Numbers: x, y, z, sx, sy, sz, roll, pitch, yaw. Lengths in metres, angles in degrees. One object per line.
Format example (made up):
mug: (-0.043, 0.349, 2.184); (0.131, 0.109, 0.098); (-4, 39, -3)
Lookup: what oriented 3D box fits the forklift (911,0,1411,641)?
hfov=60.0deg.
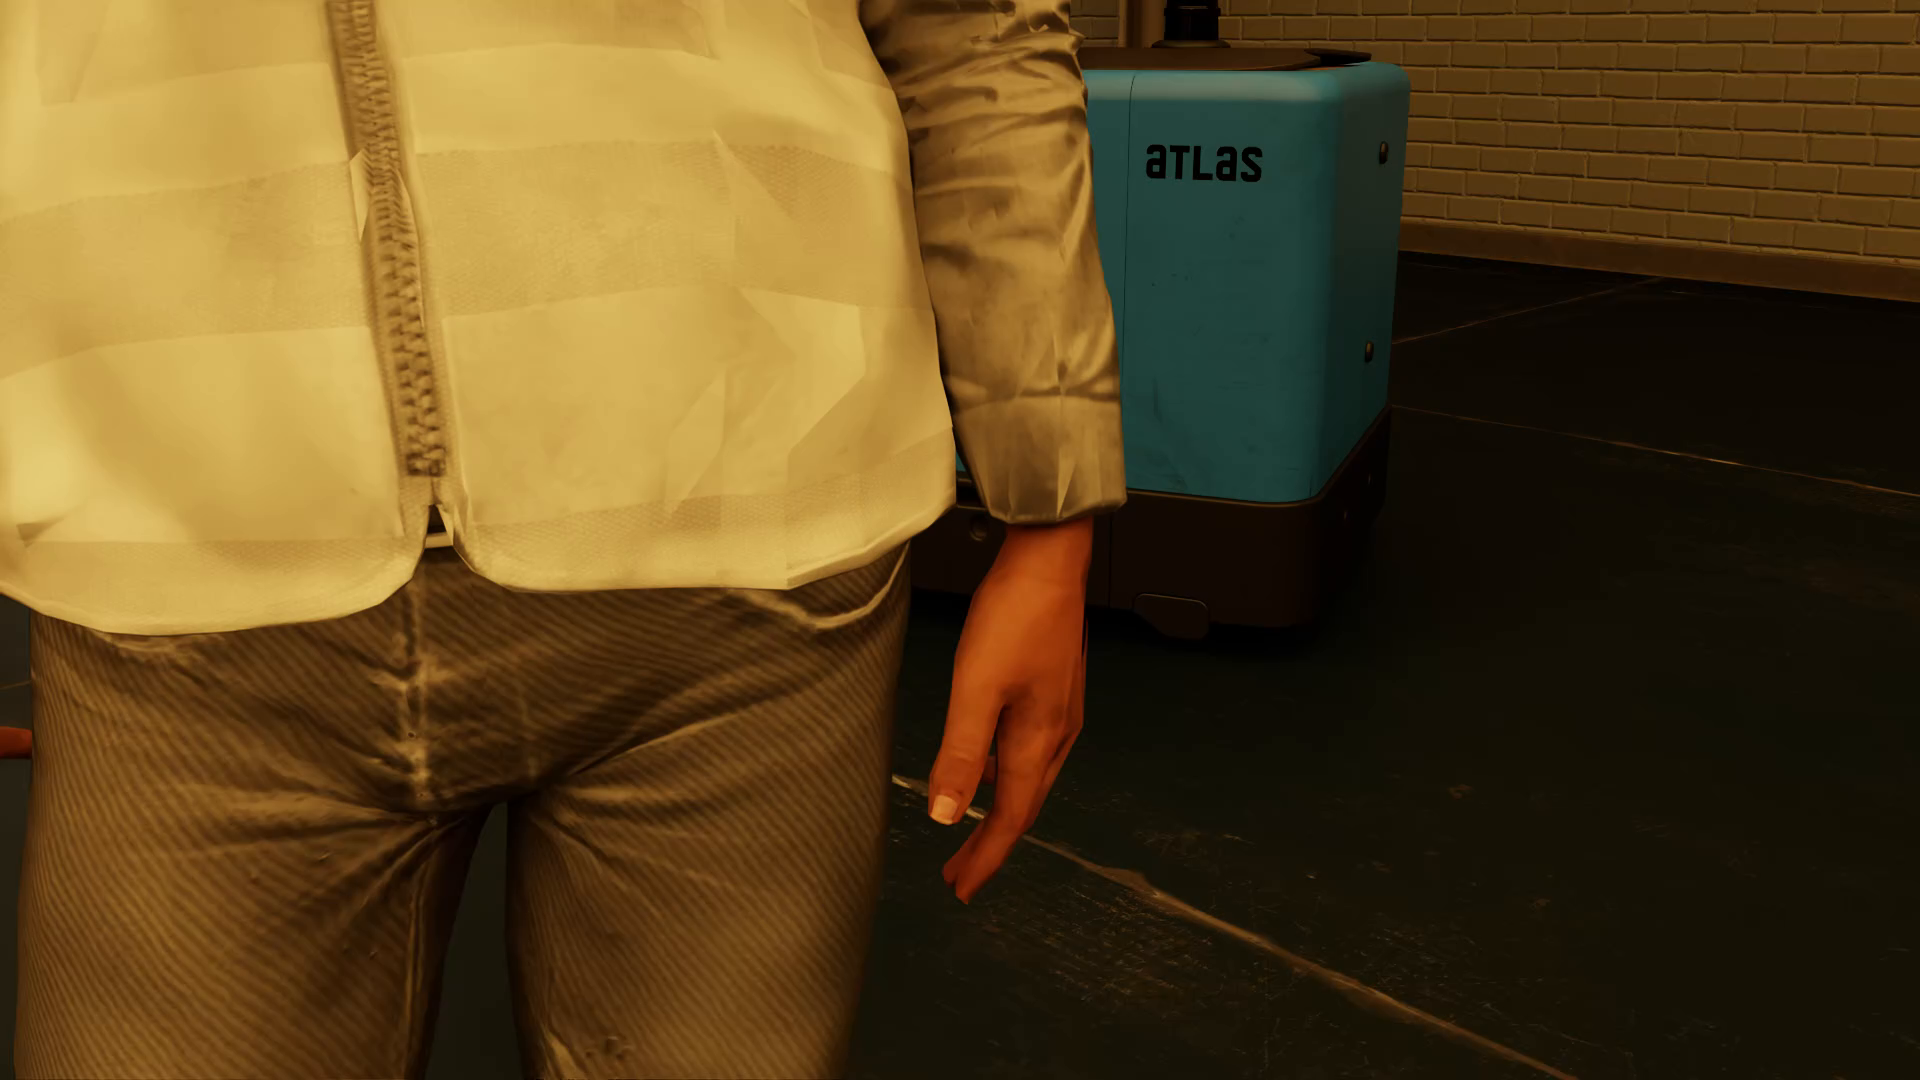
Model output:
forklift: (-0.563, -1.469, 3.684); (3.031, 2.935, 1.130); (7, 18, 21)
